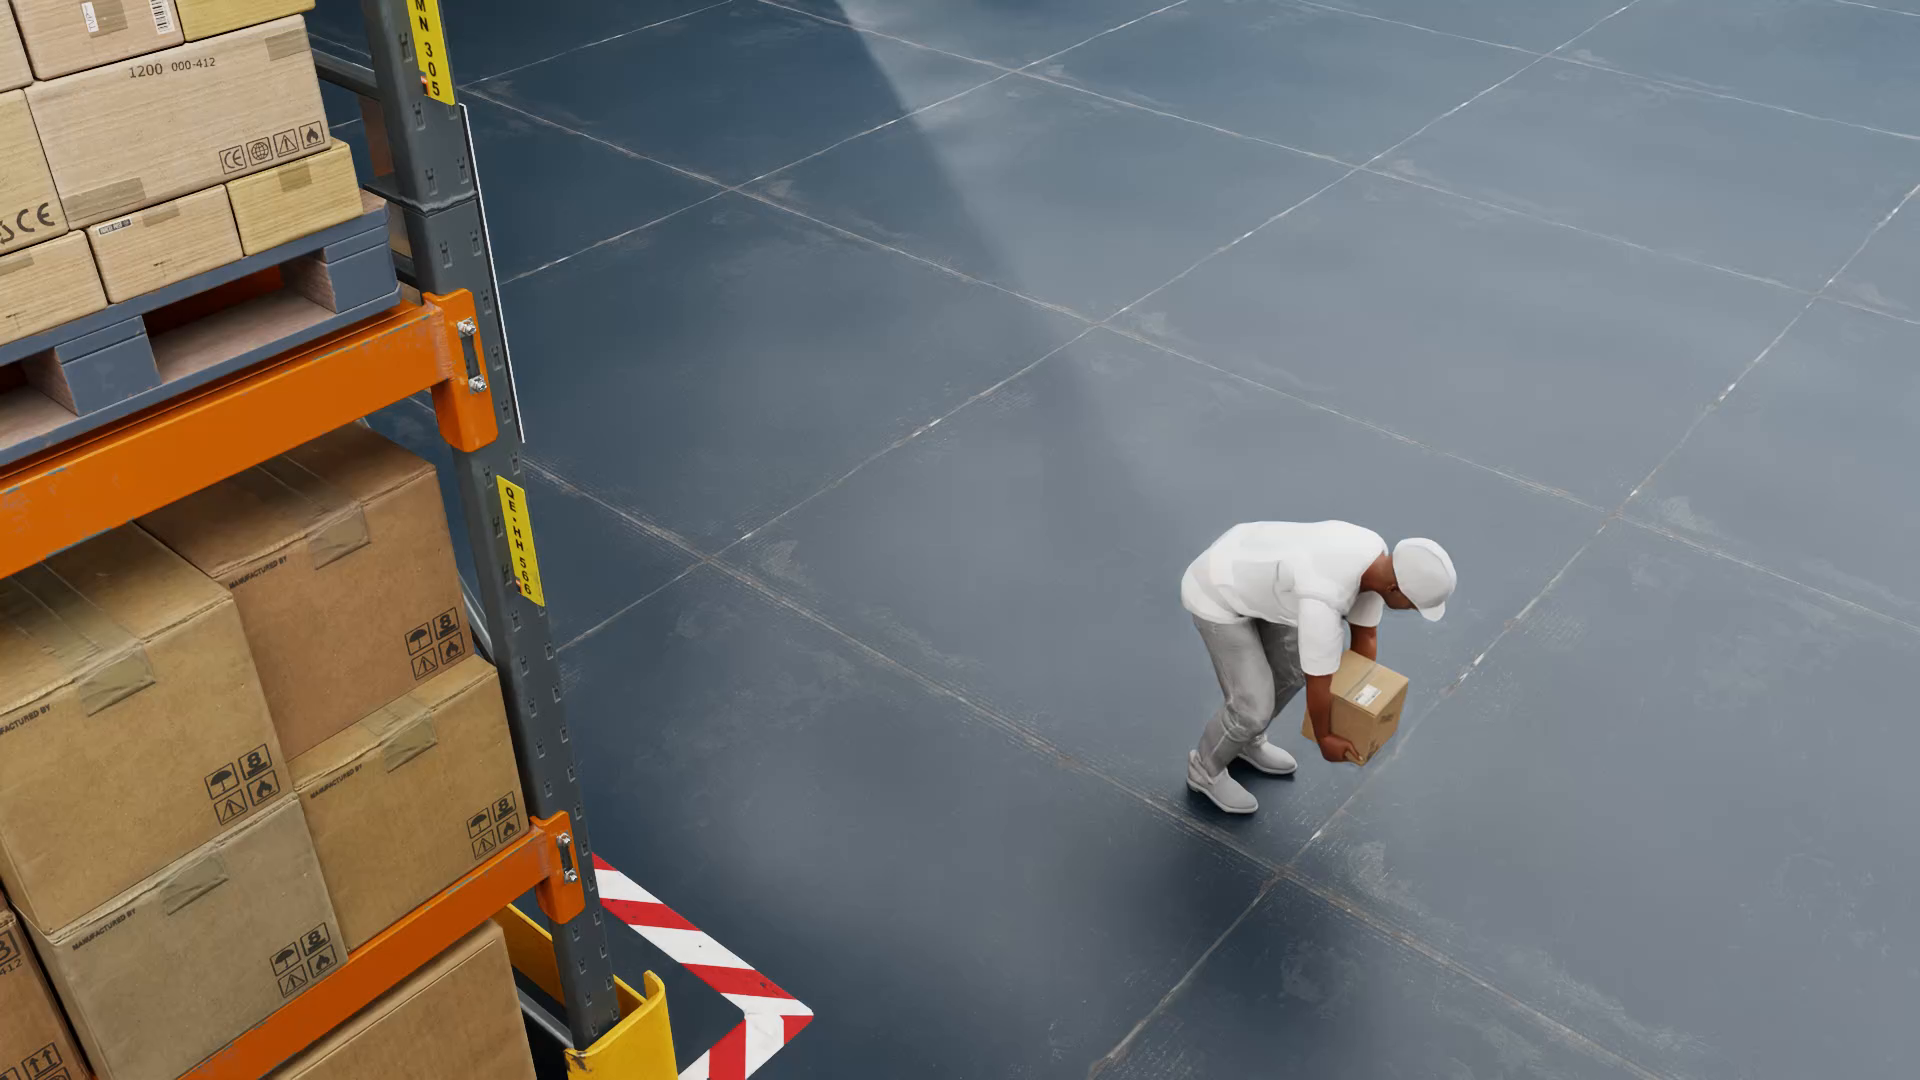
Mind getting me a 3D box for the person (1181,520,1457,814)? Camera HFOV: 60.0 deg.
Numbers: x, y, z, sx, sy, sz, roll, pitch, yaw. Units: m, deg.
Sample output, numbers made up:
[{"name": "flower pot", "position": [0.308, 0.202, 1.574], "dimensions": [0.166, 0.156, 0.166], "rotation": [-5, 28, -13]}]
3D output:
[{"name": "person", "position": [1.229, 0.428, 5.905], "dimensions": [0.923, 1.311, 0.494], "rotation": [24, 41, 30]}]
